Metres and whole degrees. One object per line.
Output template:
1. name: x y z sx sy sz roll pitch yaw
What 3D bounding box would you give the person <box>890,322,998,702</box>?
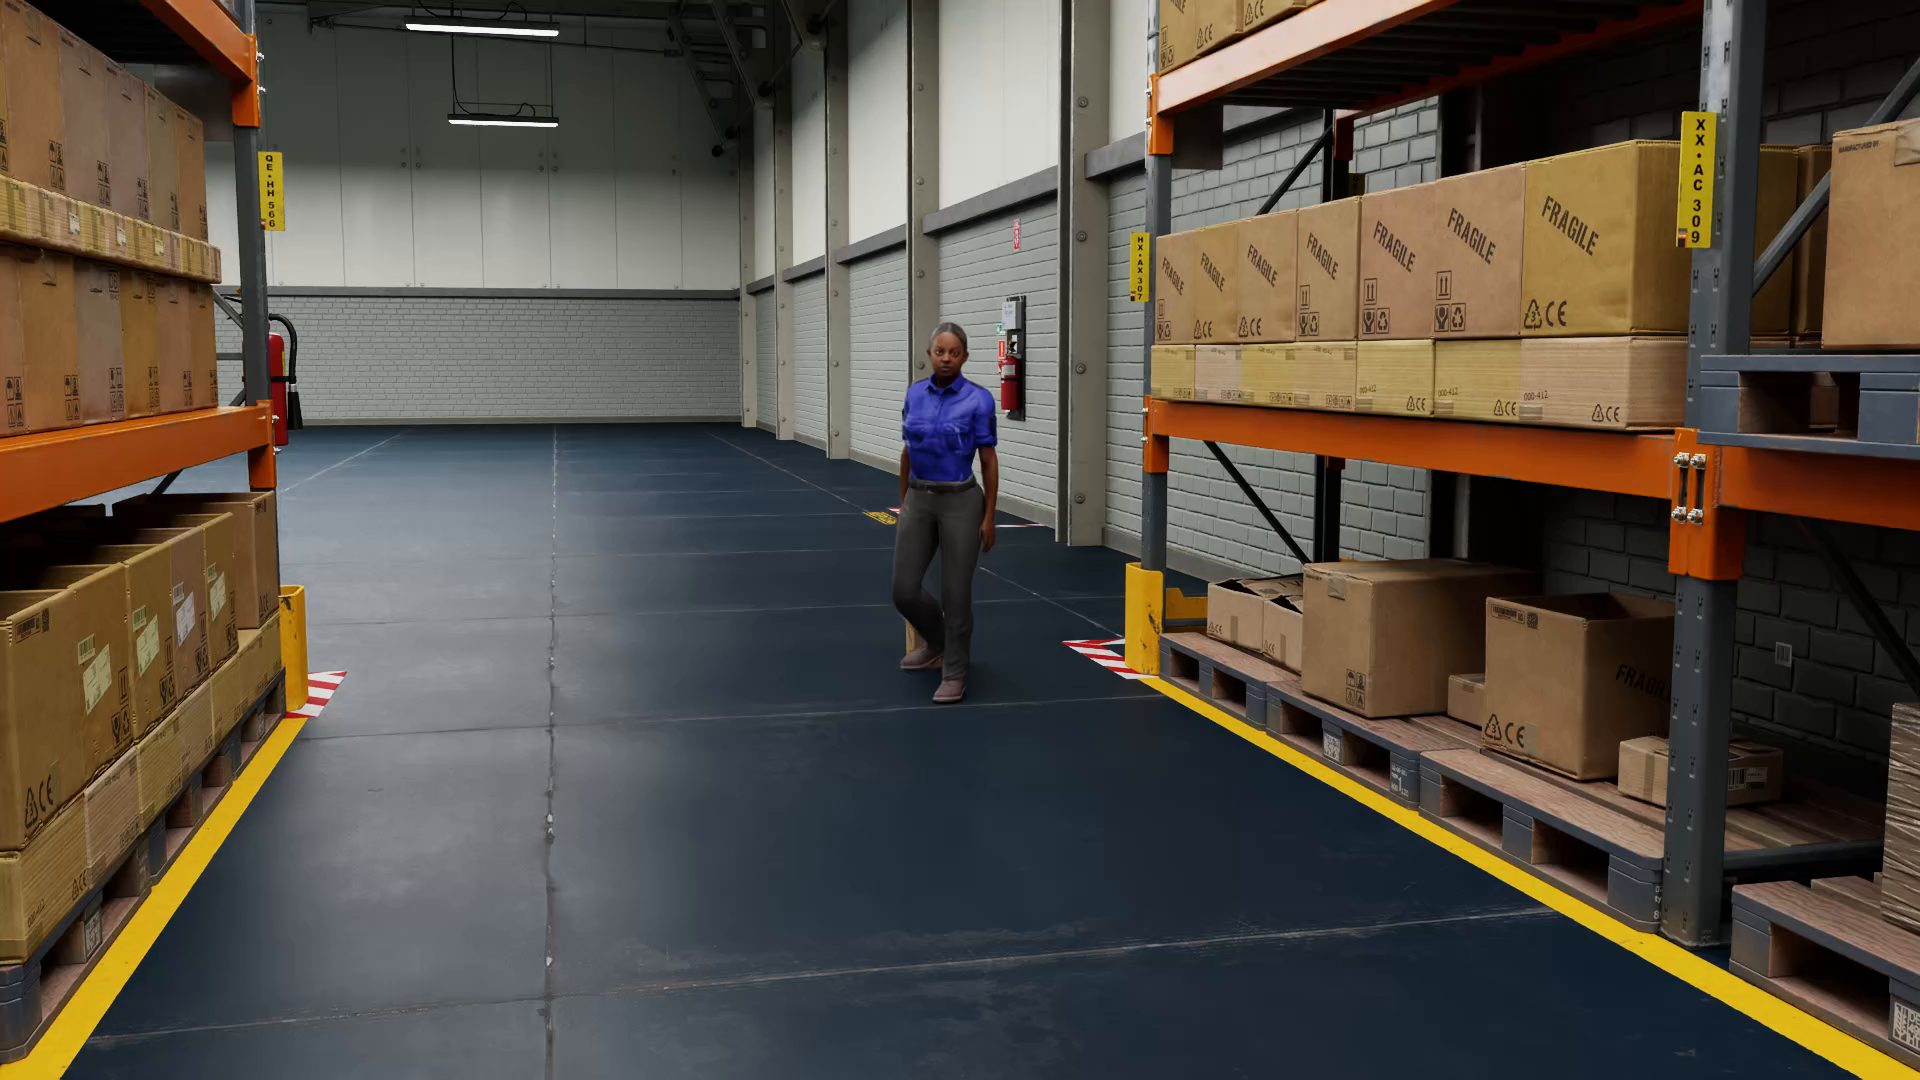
1. person: -0.057 -0.127 7.347 0.524 1.652 0.511 2 7 22
